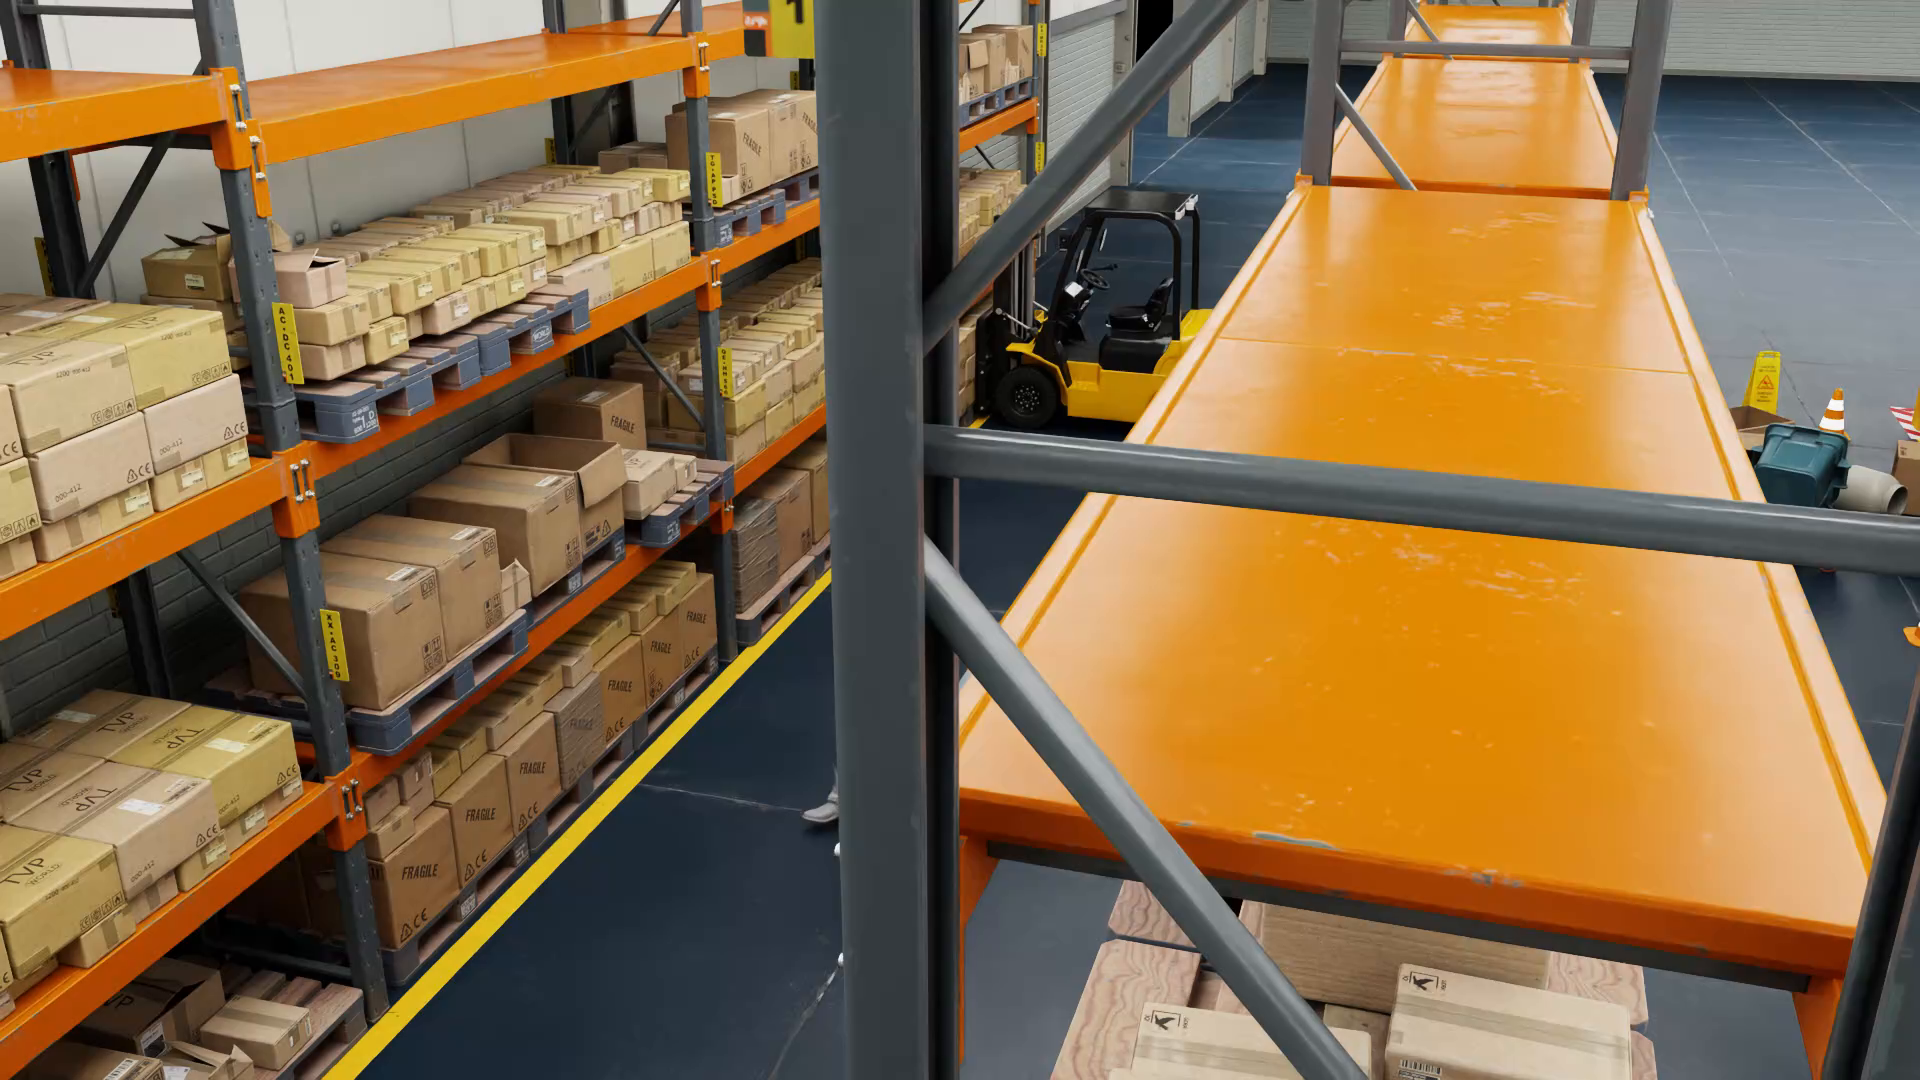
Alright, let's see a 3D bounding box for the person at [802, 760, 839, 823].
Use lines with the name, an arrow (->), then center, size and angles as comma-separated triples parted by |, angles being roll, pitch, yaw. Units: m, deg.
person -> -0.402, 0.726, 9.264 | 0.604, 1.718, 1.081 | 19, 28, 38
